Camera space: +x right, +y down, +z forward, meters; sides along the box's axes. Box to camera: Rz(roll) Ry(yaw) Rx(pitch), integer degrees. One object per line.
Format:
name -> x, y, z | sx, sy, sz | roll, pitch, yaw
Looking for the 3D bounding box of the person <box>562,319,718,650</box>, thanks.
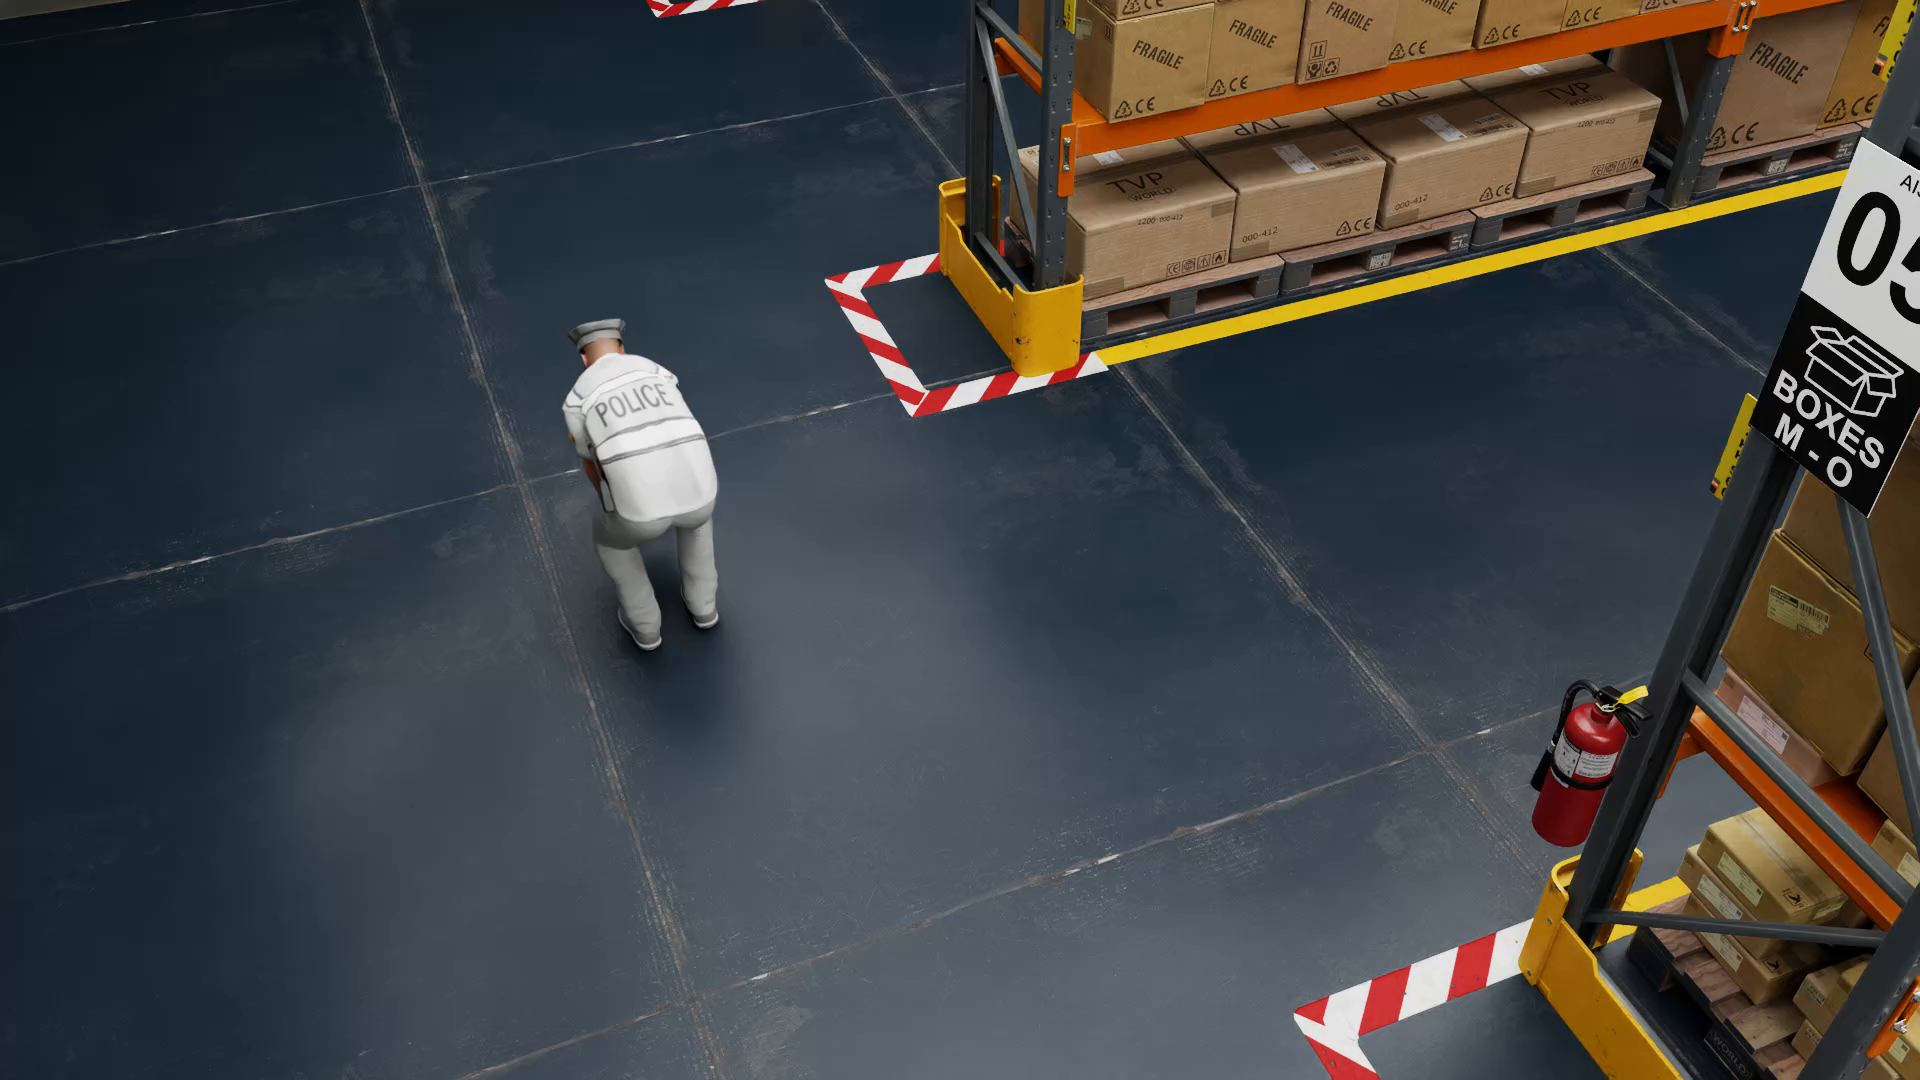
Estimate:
person -> -1.307, -0.226, 6.835 | 0.513, 1.193, 1.026 | -17, 44, -18
